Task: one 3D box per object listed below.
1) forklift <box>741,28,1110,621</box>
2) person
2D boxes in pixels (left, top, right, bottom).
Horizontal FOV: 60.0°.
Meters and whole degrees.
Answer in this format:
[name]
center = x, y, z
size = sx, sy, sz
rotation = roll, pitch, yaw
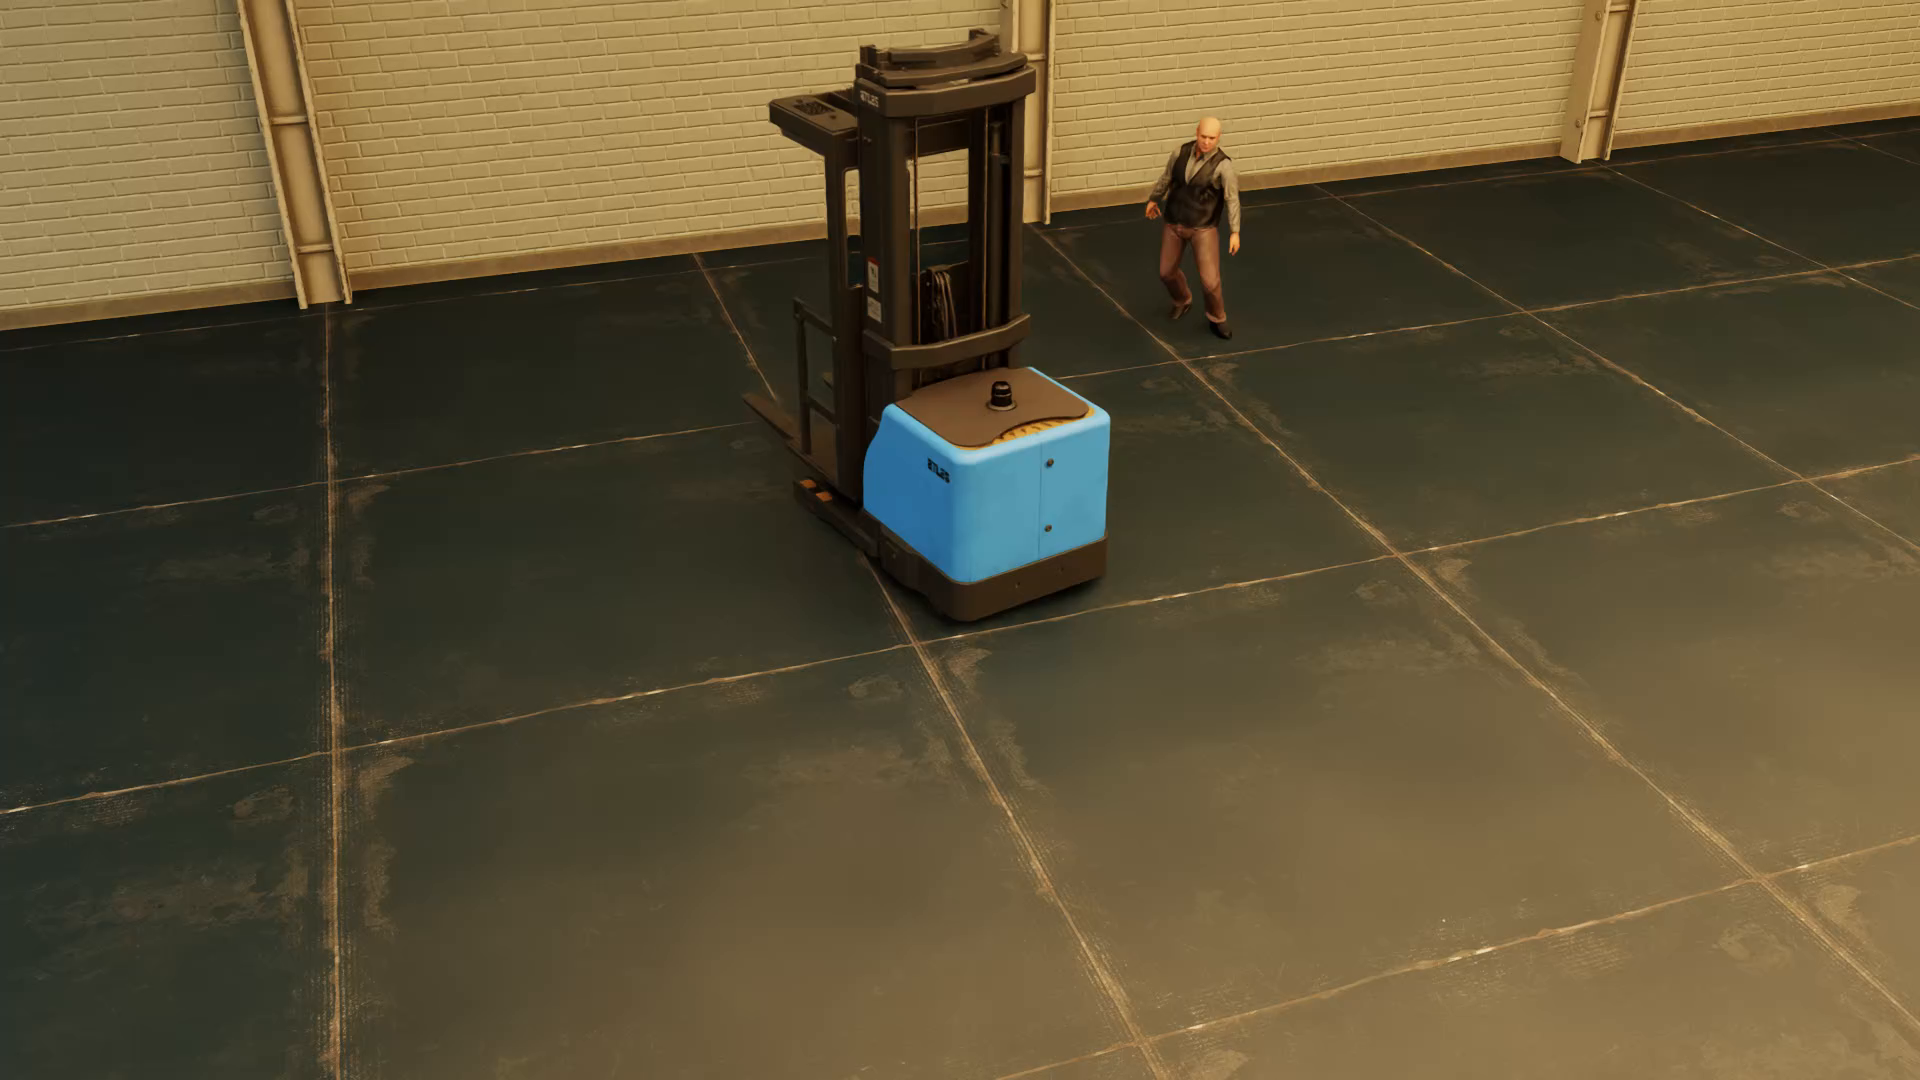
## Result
[forklift]
center = -0.383, -1.517, 9.724
size = 1.130, 2.935, 3.031
rotation = -18, 34, -28
[person]
center = 1.772, -2.394, 12.578
size = 0.873, 1.689, 0.483
rotation = 22, 36, 33
